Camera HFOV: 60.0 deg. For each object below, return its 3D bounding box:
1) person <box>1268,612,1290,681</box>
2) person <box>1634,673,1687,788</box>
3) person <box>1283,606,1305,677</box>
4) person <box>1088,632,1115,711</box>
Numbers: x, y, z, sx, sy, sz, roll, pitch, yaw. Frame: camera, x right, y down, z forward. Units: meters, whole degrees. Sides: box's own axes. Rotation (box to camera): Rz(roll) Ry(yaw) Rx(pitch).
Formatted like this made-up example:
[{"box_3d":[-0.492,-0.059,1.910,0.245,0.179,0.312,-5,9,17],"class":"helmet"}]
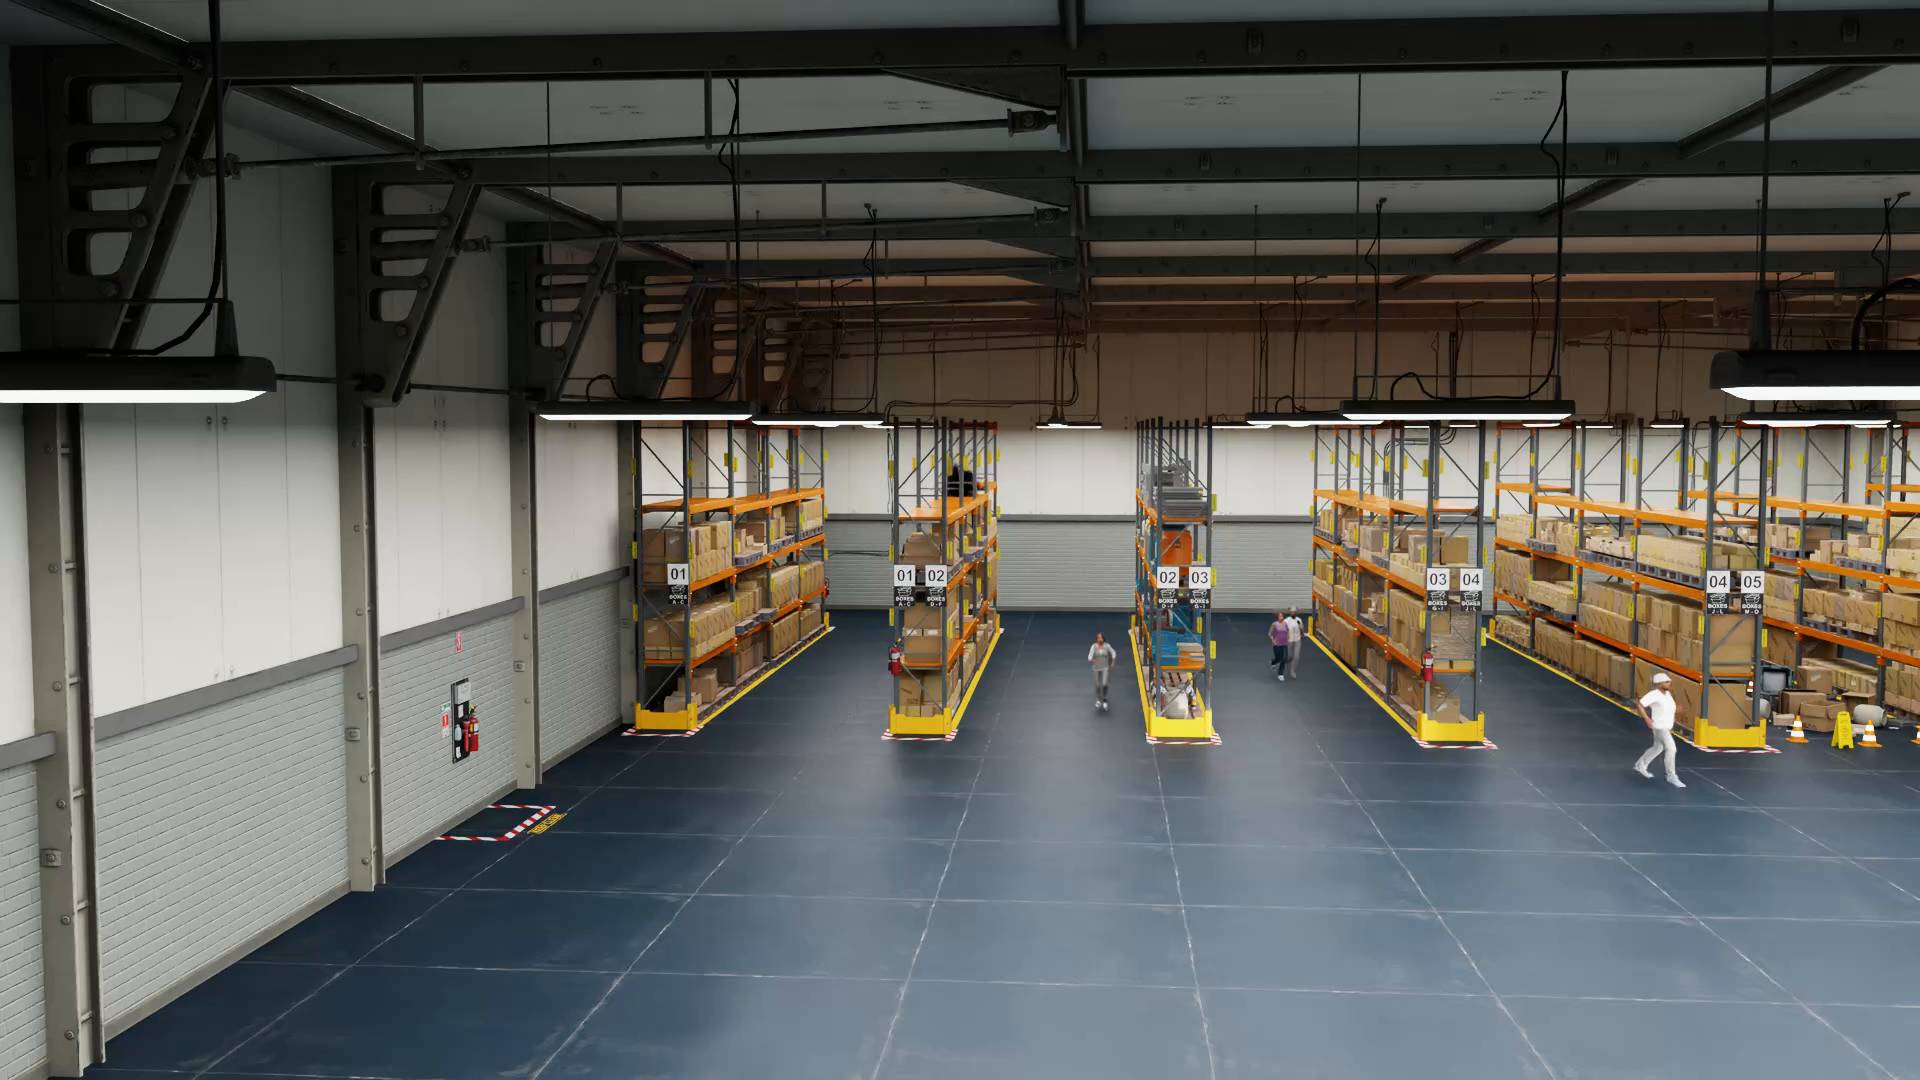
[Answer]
[{"box_3d":[7.403,2.439,38.523,0.536,1.575,0.664,0,4,-7],"class":"person"},{"box_3d":[11.382,3.057,26.984,0.880,1.797,0.686,3,5,42],"class":"person"},{"box_3d":[7.804,2.363,38.997,0.583,1.664,0.593,0,4,-1],"class":"person"},{"box_3d":[2.909,2.707,34.163,0.558,1.625,0.673,0,4,7],"class":"person"}]
